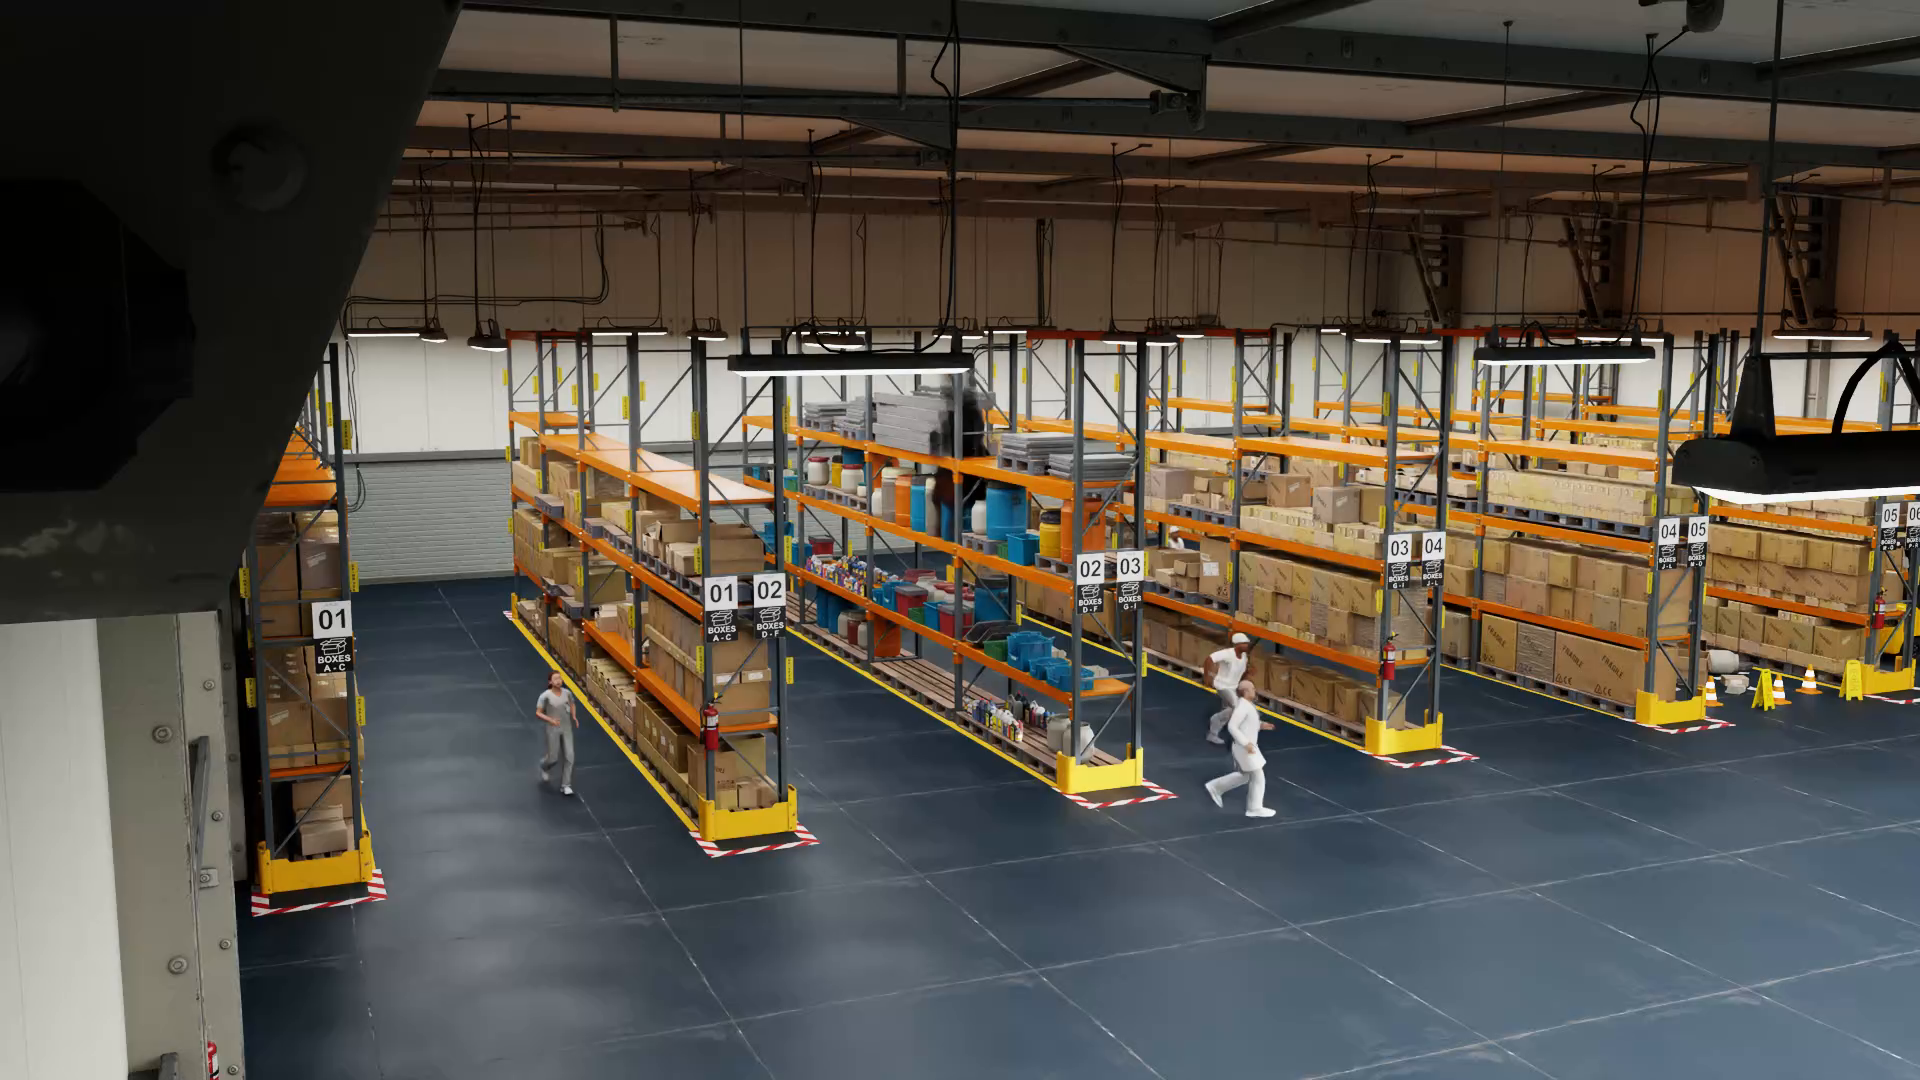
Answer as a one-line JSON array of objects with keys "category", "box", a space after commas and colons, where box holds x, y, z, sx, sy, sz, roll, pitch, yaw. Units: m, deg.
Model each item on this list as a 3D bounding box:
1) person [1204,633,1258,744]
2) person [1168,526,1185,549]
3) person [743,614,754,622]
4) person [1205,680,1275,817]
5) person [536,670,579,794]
[{"category": "person", "box": [3.976, 2.183, 24.409, 0.777, 1.680, 0.684, 5, 9, 35]}, {"category": "person", "box": [4.582, 0.584, 35.554, 0.684, 1.771, 0.969, -5, 9, -32]}, {"category": "person", "box": [-4.160, 1.124, 32.686, 0.618, 1.627, 0.616, -4, 9, -25]}, {"category": "person", "box": [3.540, 2.622, 20.915, 0.884, 1.750, 0.711, 1, 8, 7]}, {"category": "person", "box": [-5.344, 2.526, 22.109, 0.573, 1.628, 0.758, -5, 9, -35]}]
